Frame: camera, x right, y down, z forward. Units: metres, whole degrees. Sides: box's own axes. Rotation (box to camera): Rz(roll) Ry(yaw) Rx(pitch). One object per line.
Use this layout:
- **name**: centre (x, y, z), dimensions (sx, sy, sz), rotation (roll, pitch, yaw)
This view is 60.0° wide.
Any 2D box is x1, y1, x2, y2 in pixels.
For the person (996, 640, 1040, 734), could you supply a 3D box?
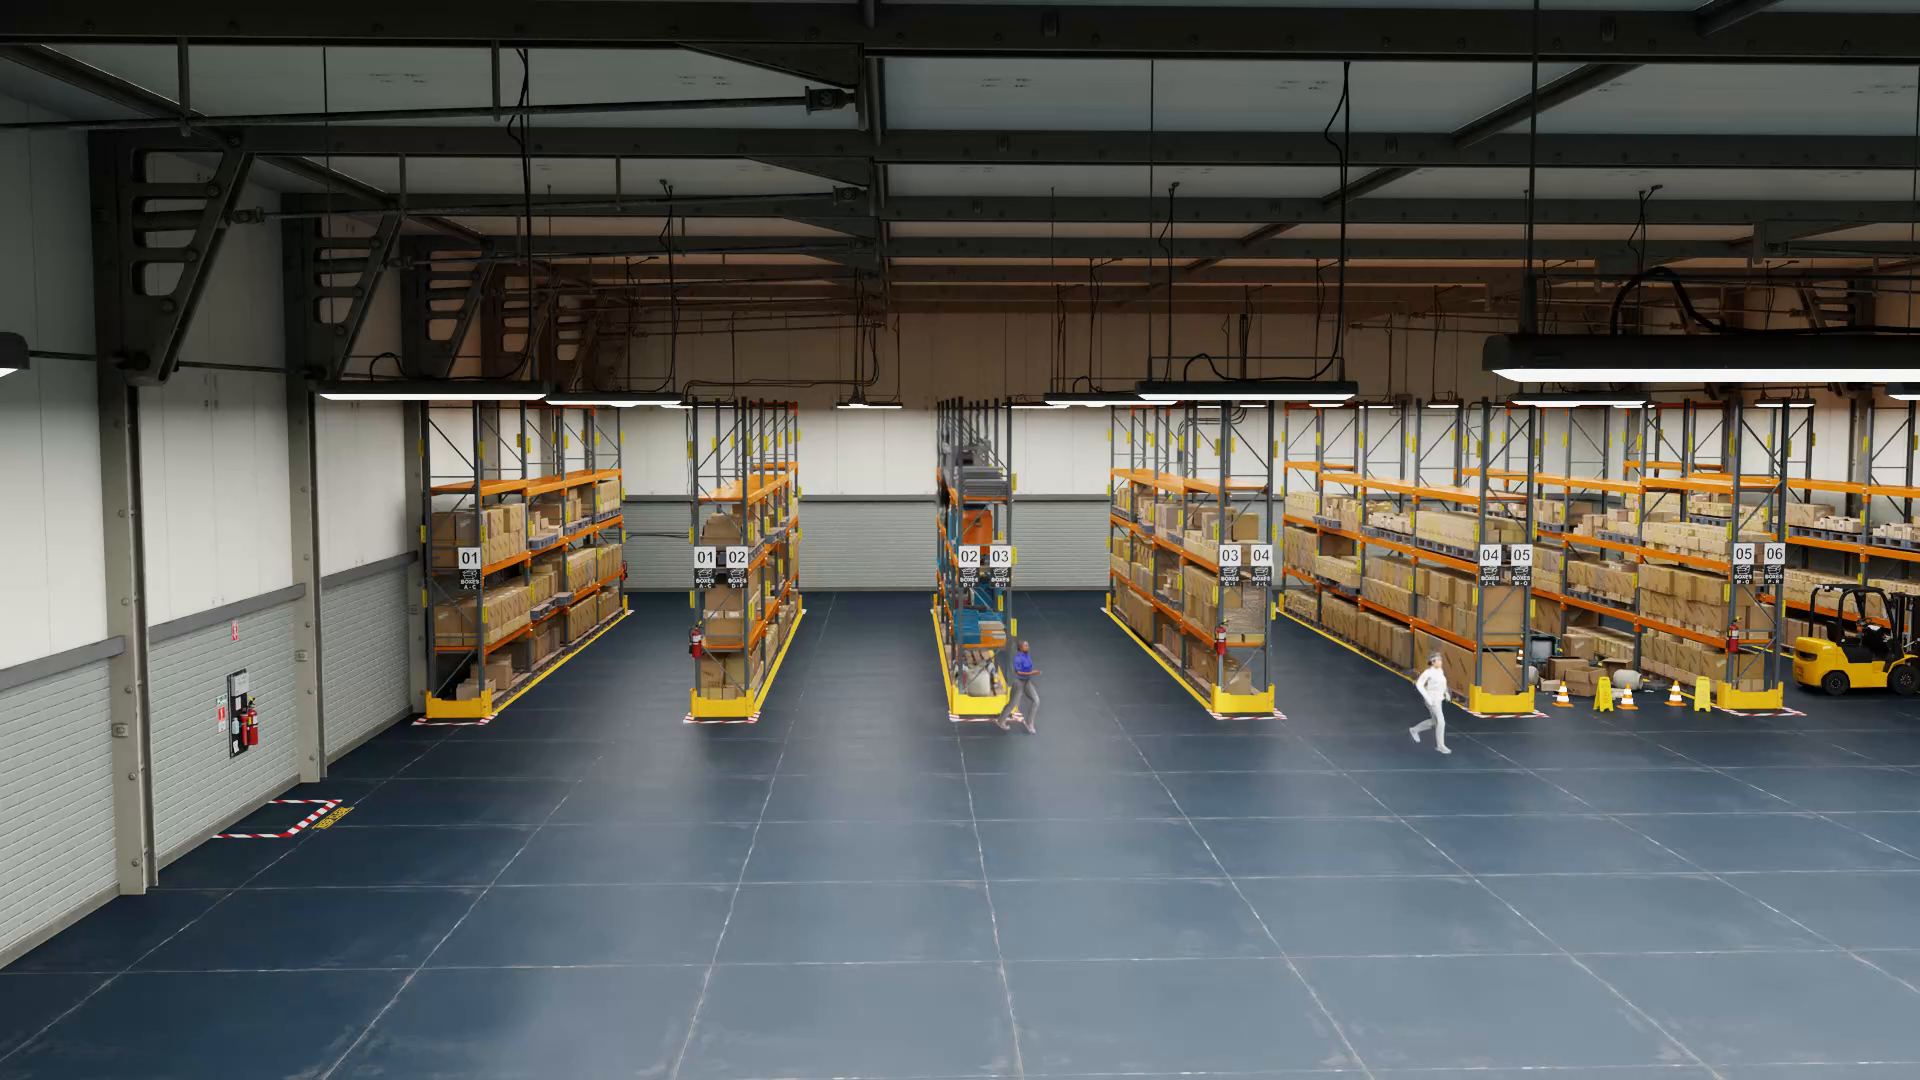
- **person**: centre (1.091, 2.614, 29.667), dimensions (0.875, 1.691, 0.588), rotation (3, 5, 35)

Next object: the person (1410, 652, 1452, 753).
- **person**: centre (7.970, 2.724, 28.140), dimensions (0.819, 1.694, 0.632), rotation (4, 6, 43)

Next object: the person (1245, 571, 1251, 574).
- **person**: centre (8.009, 1.305, 46.394), dimensions (0.730, 1.664, 0.651), rotation (0, 4, 2)
